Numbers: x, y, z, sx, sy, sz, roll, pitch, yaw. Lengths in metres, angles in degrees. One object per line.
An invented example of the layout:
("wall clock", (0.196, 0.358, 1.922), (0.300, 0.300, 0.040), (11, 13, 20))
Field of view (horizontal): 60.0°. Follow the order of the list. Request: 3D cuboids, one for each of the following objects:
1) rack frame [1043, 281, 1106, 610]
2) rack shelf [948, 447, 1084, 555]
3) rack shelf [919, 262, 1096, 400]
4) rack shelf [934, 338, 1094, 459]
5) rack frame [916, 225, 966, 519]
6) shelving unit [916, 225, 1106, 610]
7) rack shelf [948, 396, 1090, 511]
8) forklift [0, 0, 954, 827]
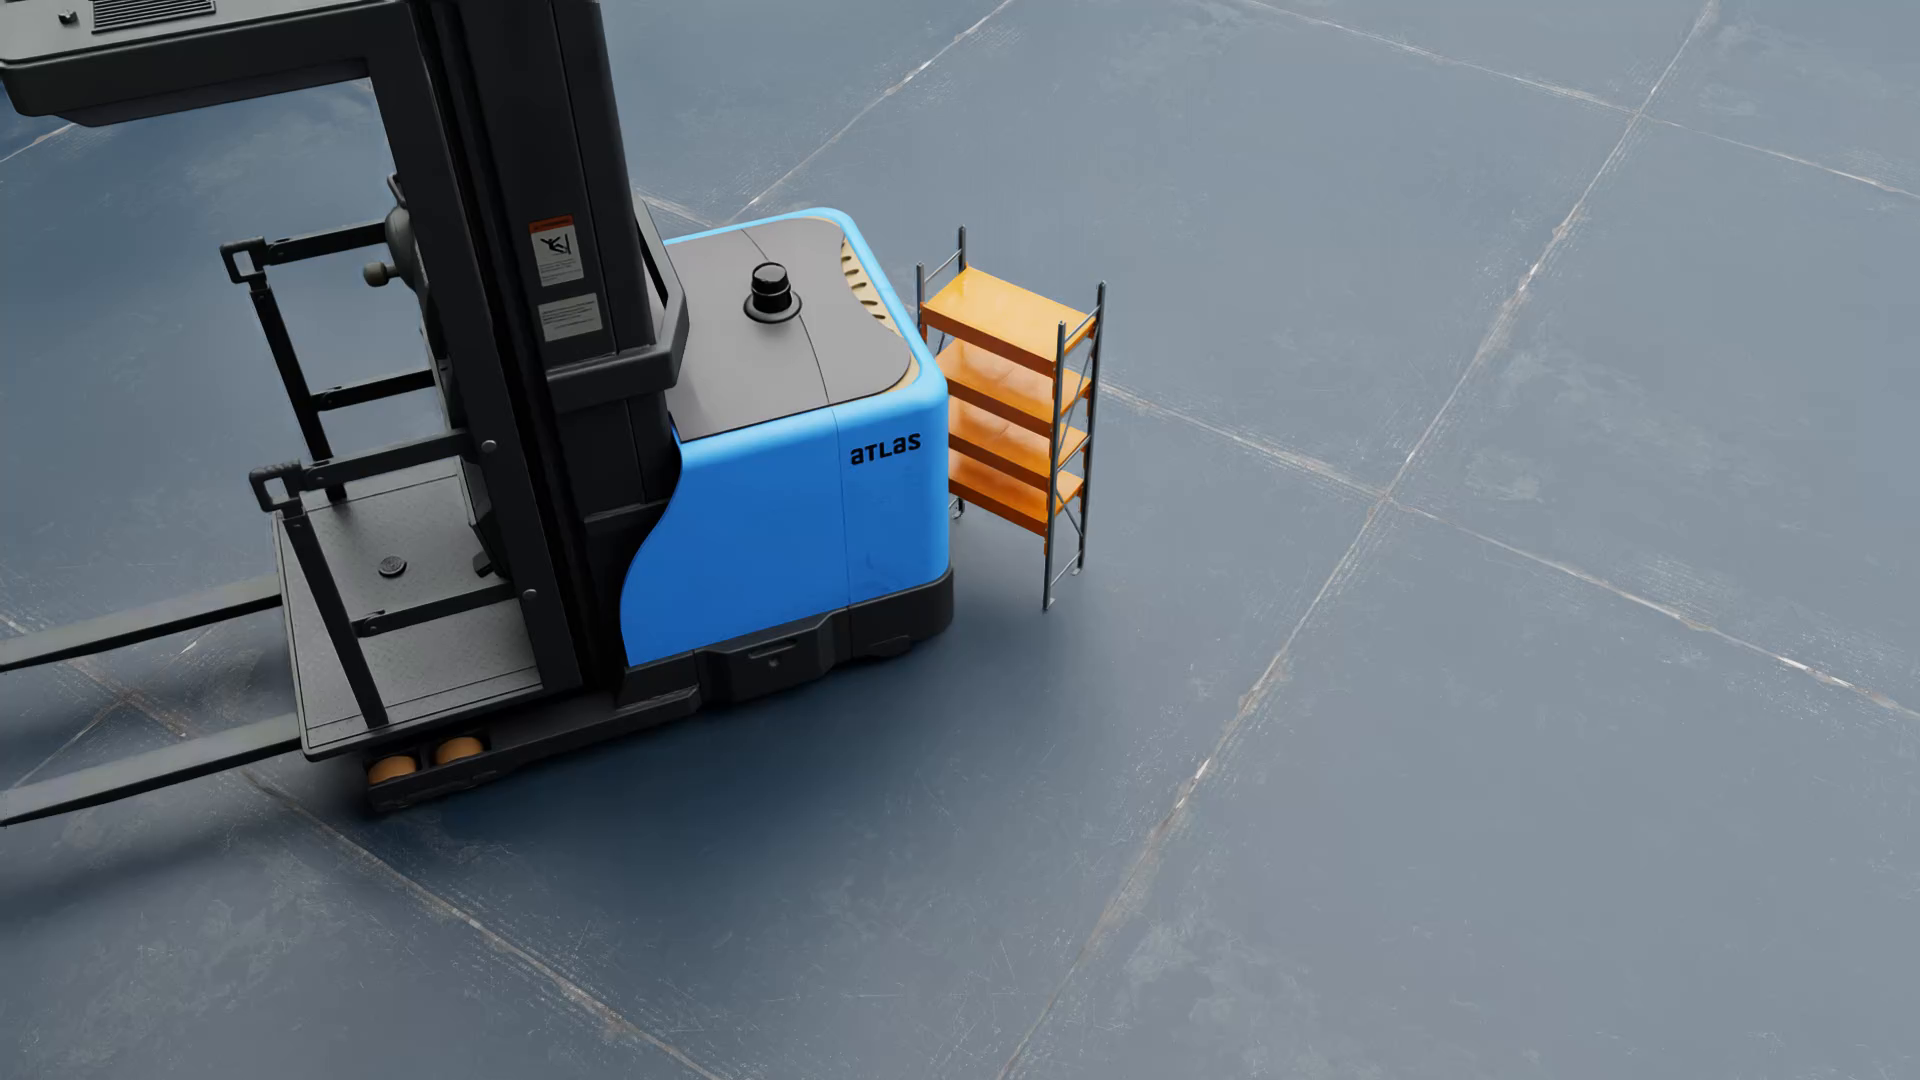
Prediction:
("rack frame", (0.349, -0.258, 5.164), (0.015, 1.200, 0.240), (26, 51, 23))
("rack shelf", (0.147, -0.171, 5.451), (0.480, 0.148, 0.258), (26, 51, 23))
("rack shelf", (0.147, -0.630, 4.978), (0.480, 0.148, 0.258), (26, 51, 23))
("rack shelf", (0.147, -0.466, 5.148), (0.480, 0.148, 0.258), (26, 51, 23))
("rack frame", (-0.054, -0.455, 5.356), (0.015, 1.200, 0.240), (26, 51, 23))
("shelving unit", (0.147, -0.357, 5.260), (0.503, 1.200, 0.258), (26, 51, 23))
("rack shelf", (0.147, -0.310, 5.308), (0.480, 0.148, 0.258), (26, 51, 23))
("forklift", (-1.591, -0.650, 4.338), (3.031, 2.935, 1.130), (-15, 48, -15))
